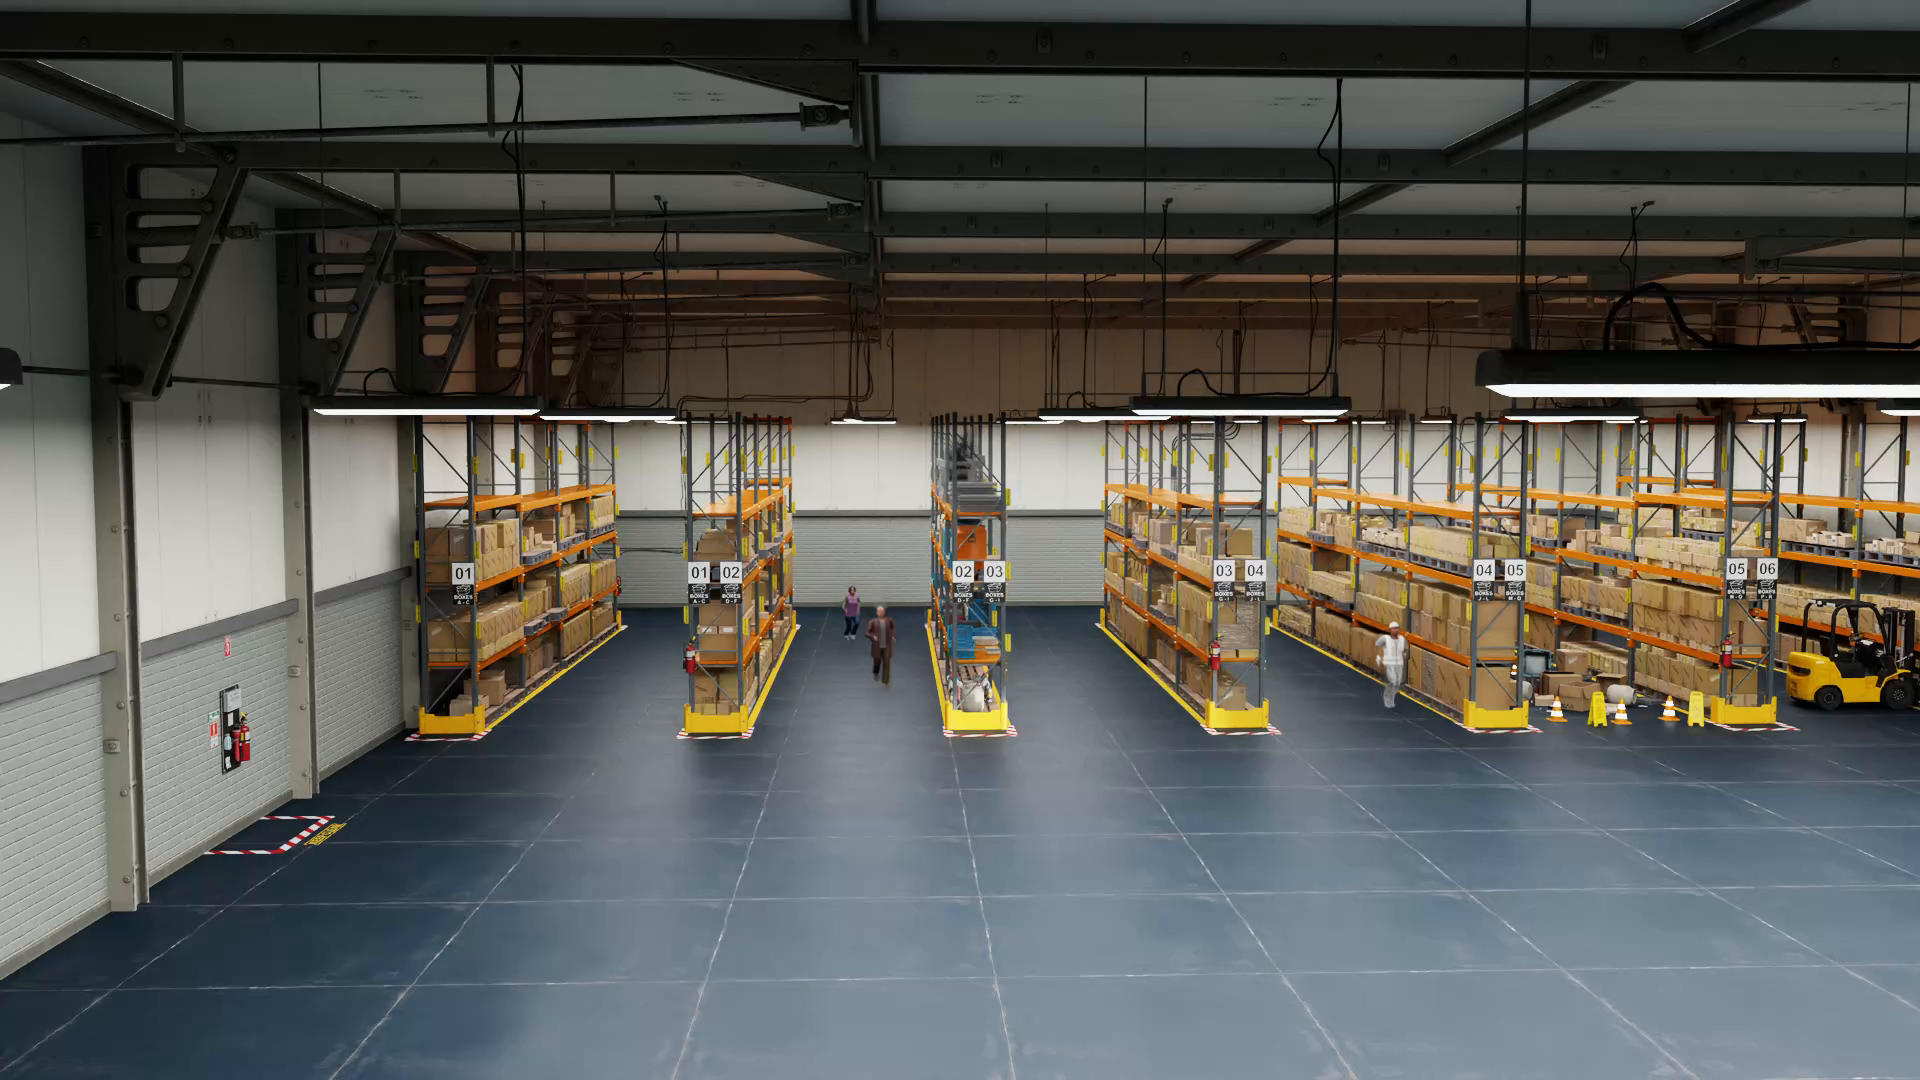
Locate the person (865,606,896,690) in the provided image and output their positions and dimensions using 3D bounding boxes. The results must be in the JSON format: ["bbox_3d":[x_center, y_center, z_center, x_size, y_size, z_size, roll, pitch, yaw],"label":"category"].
[{"bbox_3d":[-1.712,2.326,36.242,0.718,1.762,1.024,-1,4,-13],"label":"person"}]

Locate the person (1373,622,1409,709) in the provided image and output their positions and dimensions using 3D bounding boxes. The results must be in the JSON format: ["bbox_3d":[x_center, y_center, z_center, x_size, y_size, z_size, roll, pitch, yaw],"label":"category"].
[{"bbox_3d":[8.784,2.541,33.663,0.660,1.768,0.682,-1,4,-13],"label":"person"}]

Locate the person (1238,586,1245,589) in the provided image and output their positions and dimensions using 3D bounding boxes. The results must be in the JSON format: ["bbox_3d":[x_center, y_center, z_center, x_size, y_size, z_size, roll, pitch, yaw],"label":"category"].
[{"bbox_3d":[8.002,1.619,47.948,0.574,1.665,0.904,4,5,45],"label":"person"}]

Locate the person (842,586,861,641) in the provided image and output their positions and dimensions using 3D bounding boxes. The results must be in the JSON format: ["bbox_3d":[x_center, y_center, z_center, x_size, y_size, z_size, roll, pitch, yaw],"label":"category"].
[{"bbox_3d":[-2.792,1.908,42.857,0.525,1.474,0.792,-1,4,-17],"label":"person"}]
